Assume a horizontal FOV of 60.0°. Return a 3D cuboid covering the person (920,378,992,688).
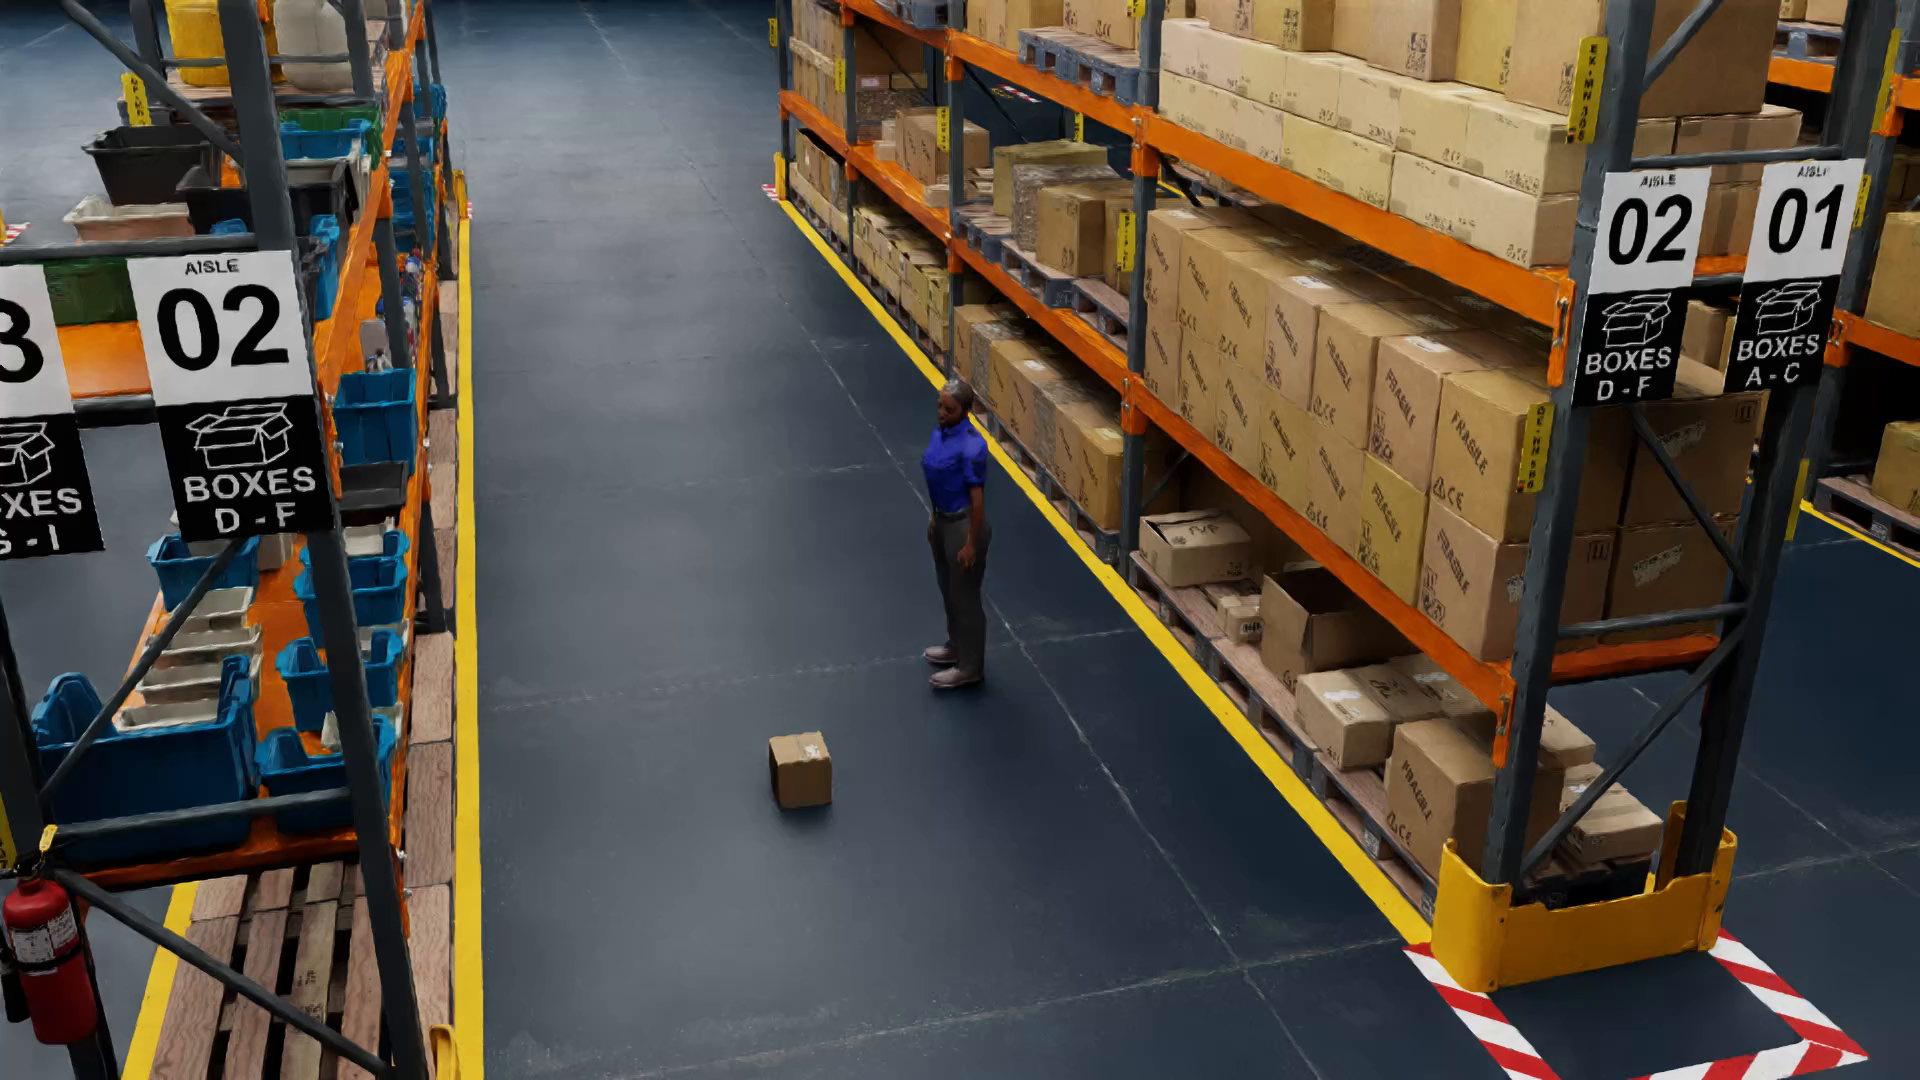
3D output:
[{"bbox_3d":[-0.038,-0.044,8.643,0.343,1.670,0.537,-10,25,-23],"label":"person"}]
